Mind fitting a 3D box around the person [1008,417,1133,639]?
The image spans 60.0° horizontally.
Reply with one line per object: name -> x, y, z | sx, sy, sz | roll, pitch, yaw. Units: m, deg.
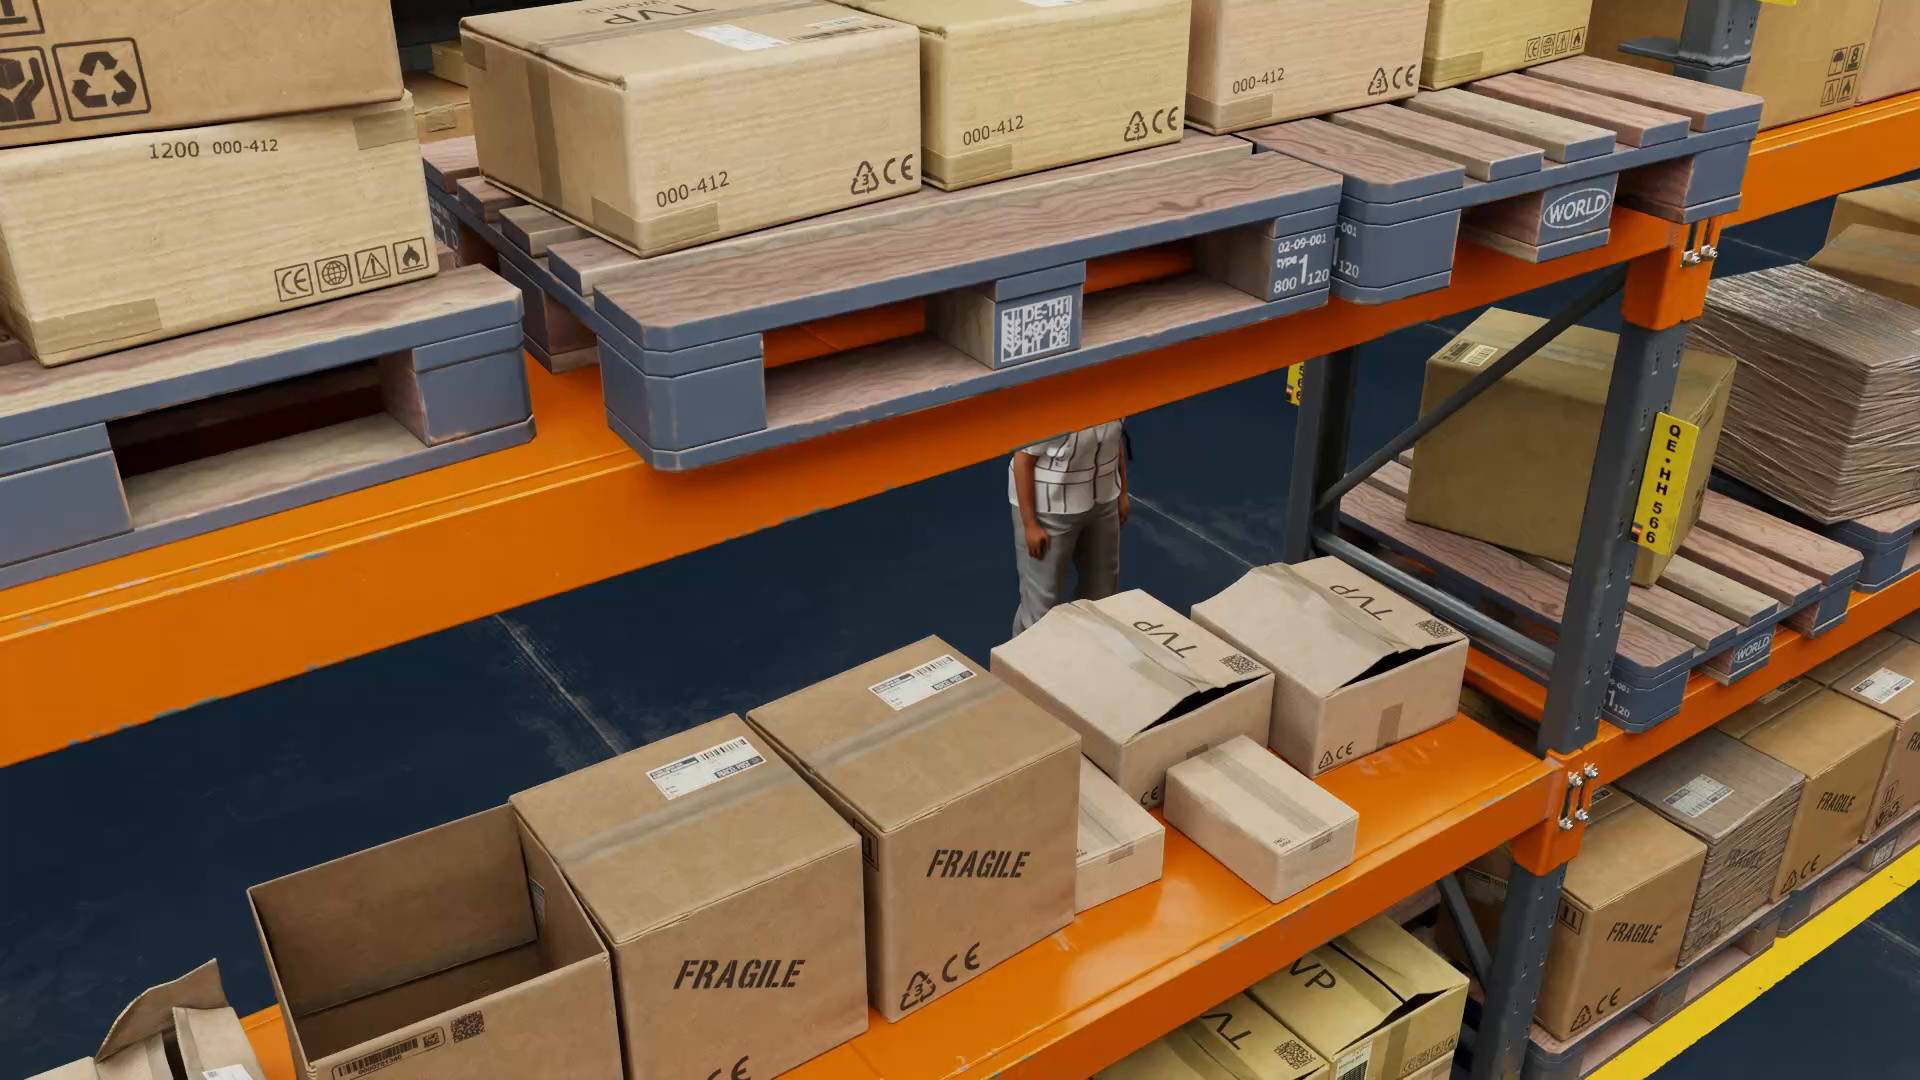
person -> 0.426, -0.110, 6.317 | 0.564, 1.667, 0.464 | -21, 35, -33
